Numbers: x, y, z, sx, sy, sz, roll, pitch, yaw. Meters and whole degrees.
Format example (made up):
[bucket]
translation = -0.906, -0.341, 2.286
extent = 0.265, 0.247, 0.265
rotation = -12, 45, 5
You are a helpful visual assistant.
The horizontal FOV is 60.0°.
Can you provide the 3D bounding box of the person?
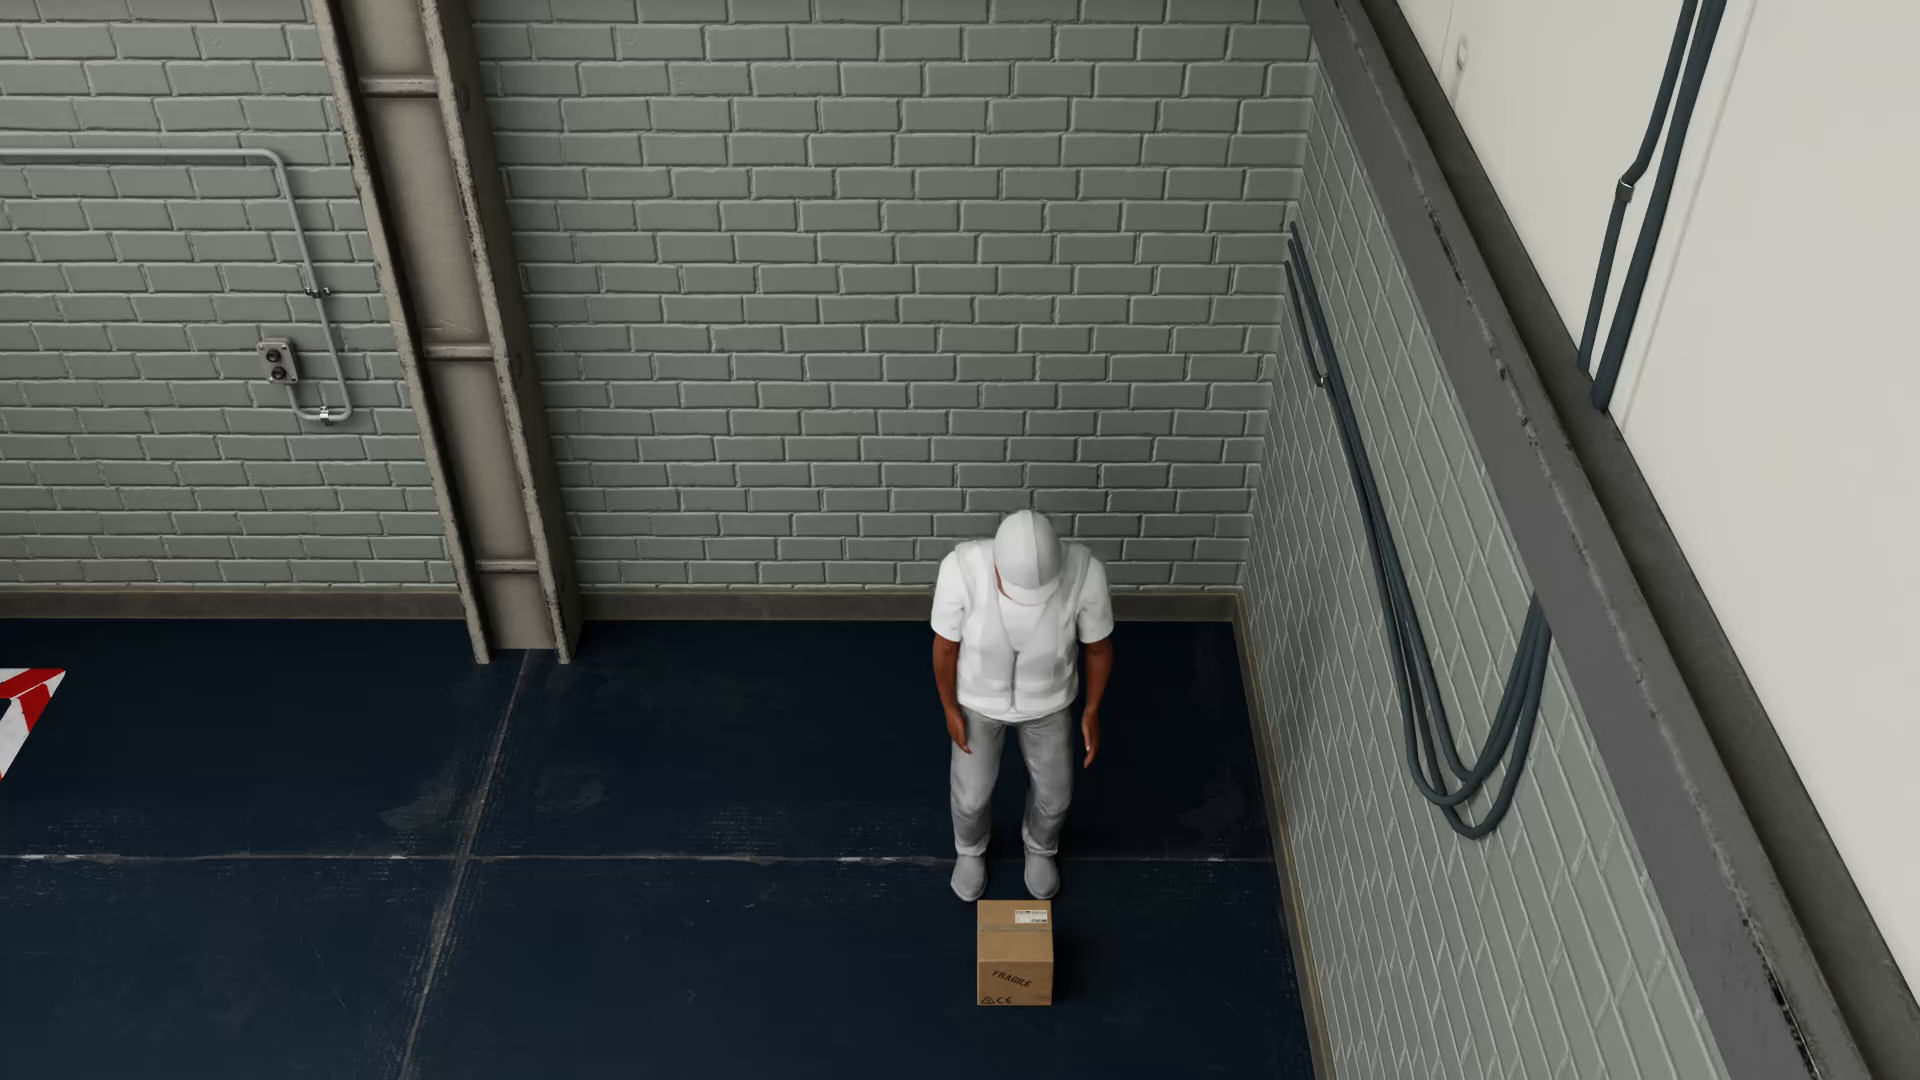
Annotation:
[person]
translation = 0.201, 0.544, 5.513
extent = 0.591, 1.717, 0.453
rotation = 1, 39, 1
